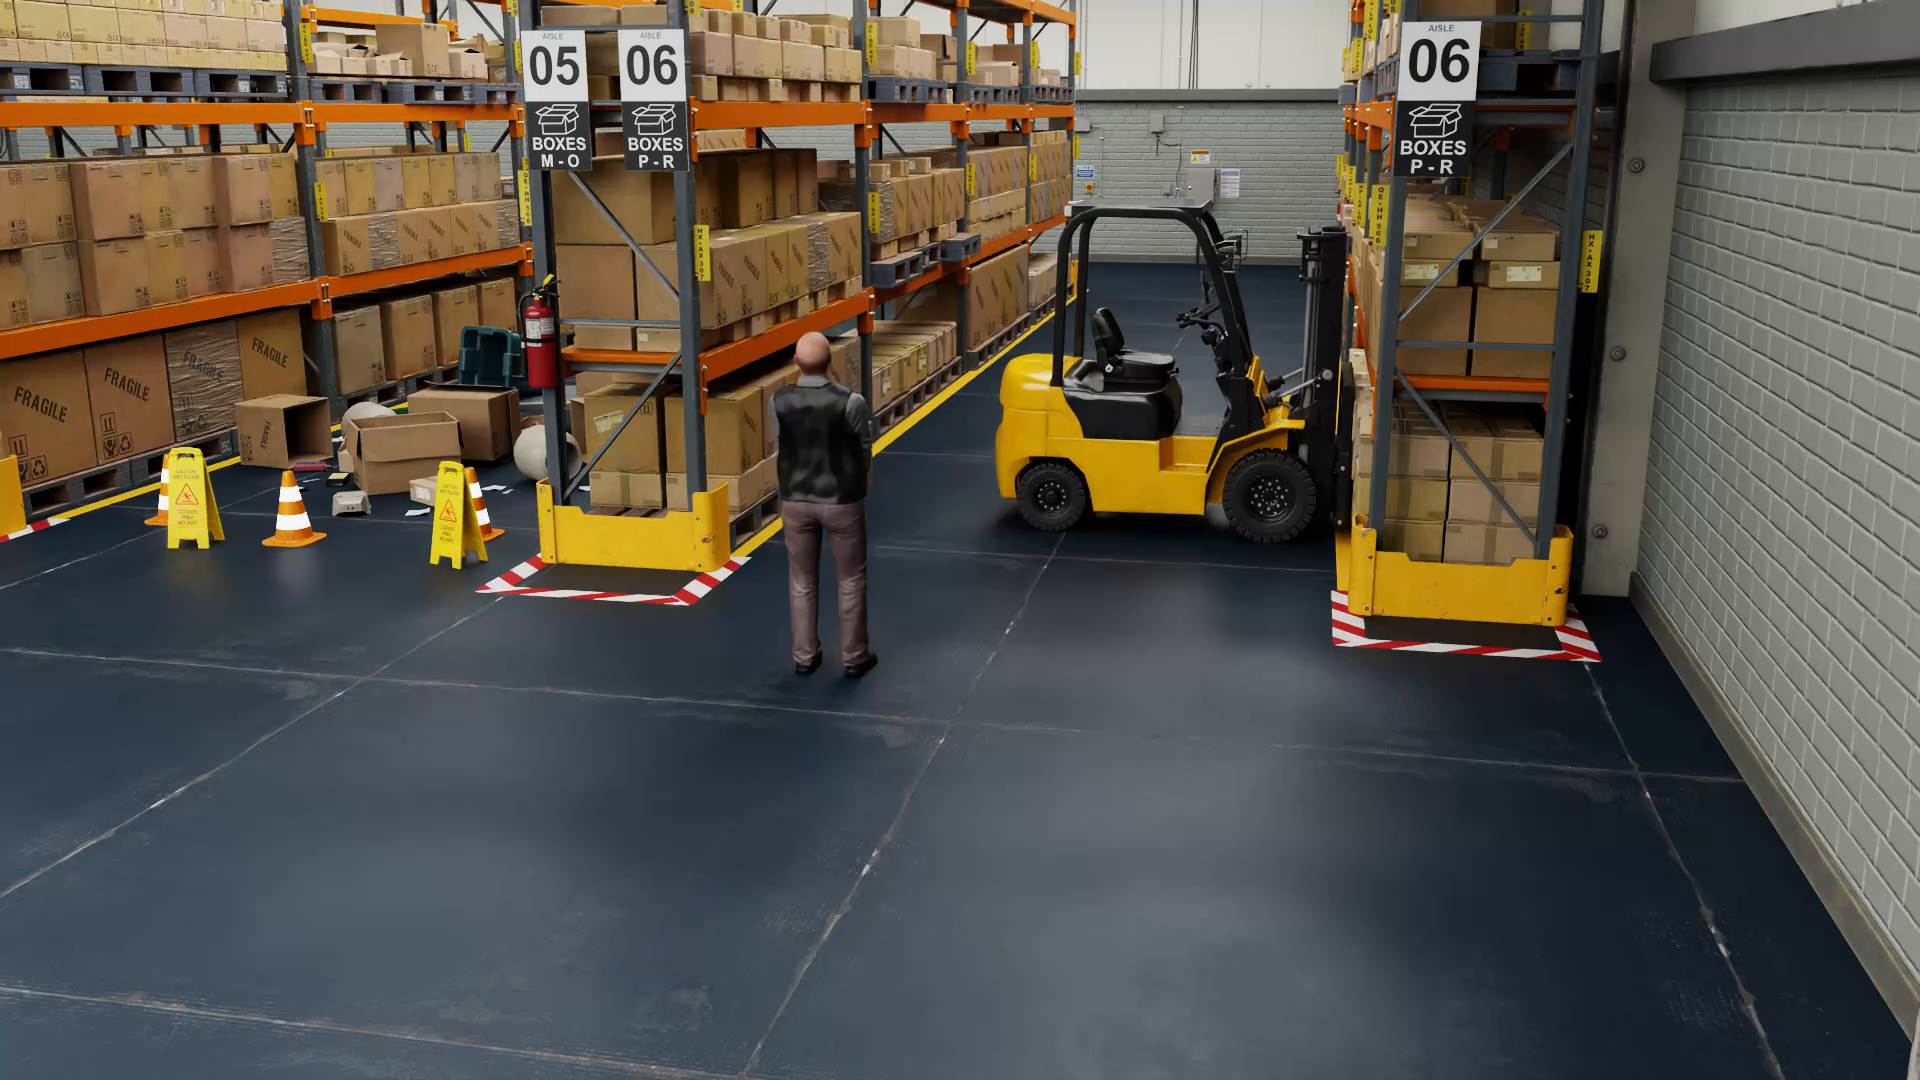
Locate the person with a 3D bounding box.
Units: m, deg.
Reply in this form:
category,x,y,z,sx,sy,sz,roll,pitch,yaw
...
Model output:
category,x,y,z,sx,sy,sz,roll,pitch,yaw
person,-0.675,-0.199,8.324,0.504,1.722,0.548,2,15,8
